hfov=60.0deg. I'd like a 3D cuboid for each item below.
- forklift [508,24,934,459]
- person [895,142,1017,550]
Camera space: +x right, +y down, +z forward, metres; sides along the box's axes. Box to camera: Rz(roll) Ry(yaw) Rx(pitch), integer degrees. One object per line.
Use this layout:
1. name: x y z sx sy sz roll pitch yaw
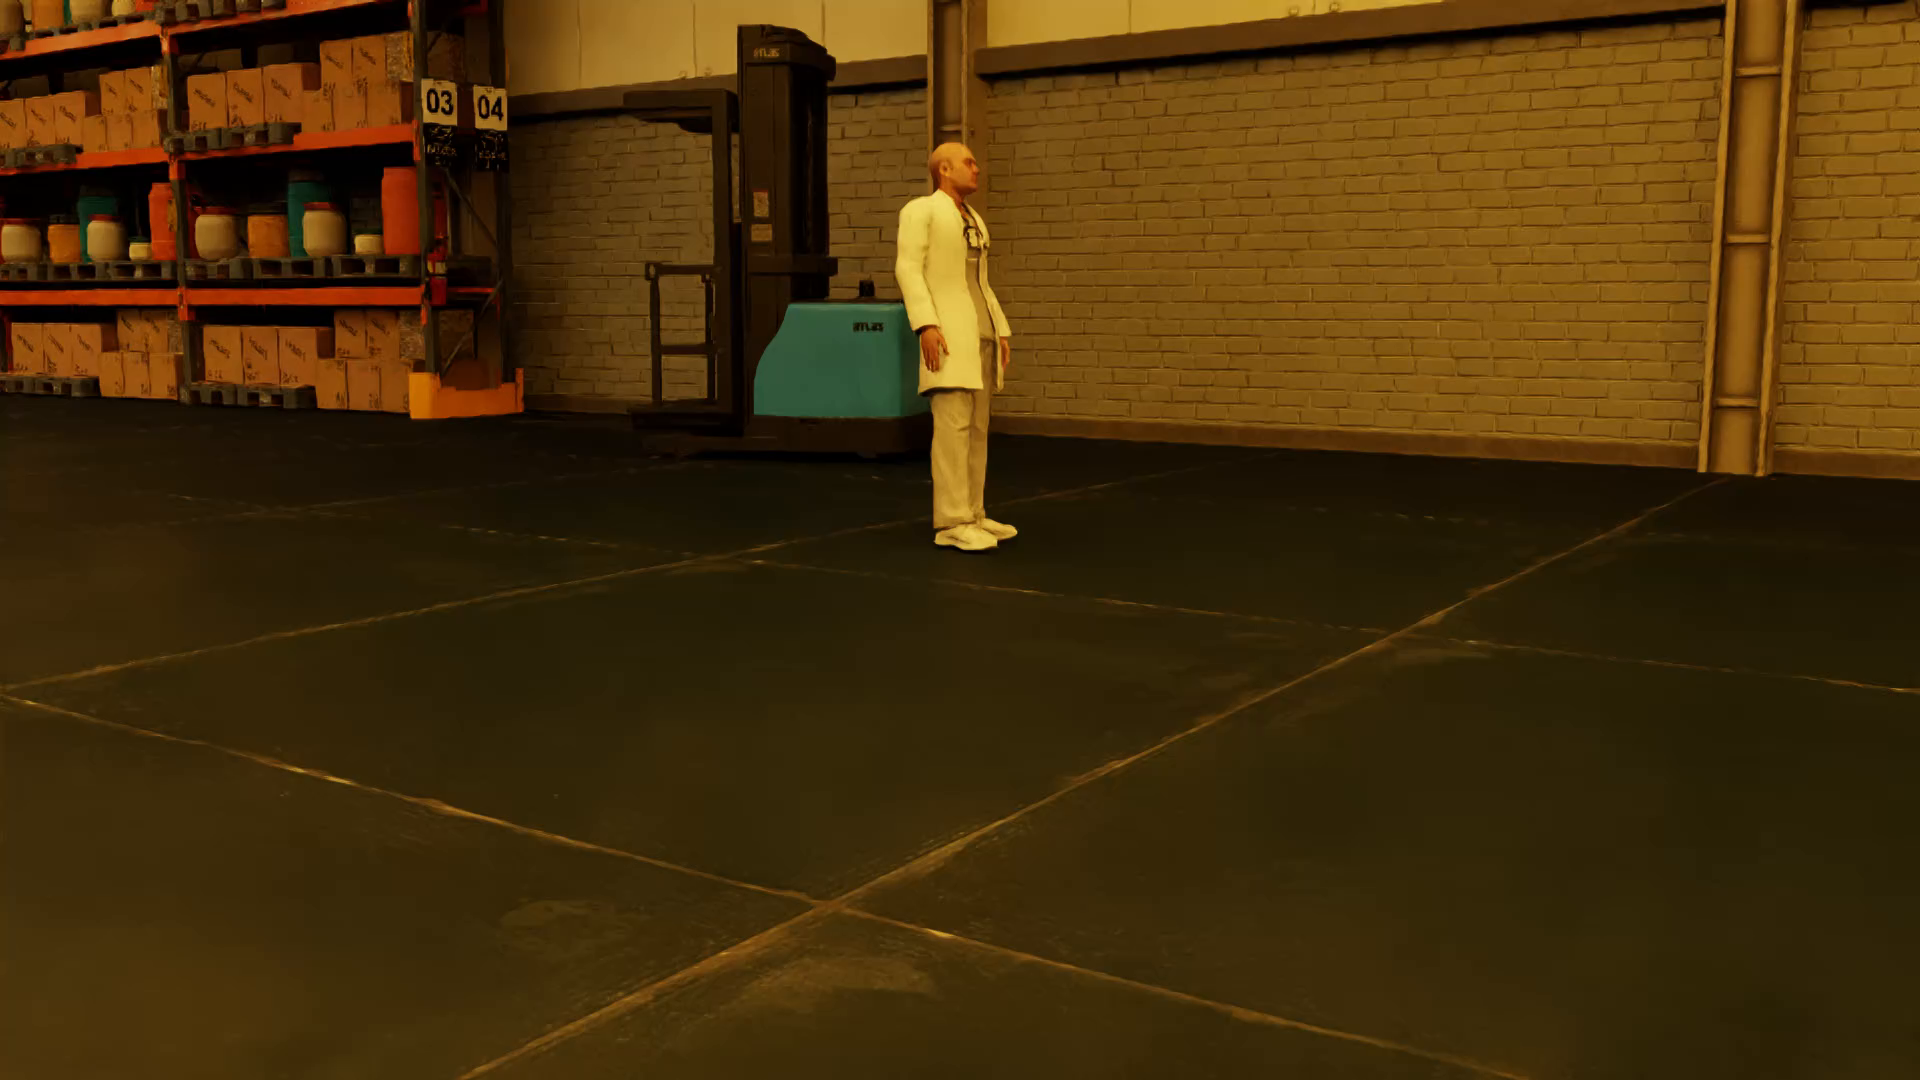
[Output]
1. forklift: -1.735 -2.085 11.859 3.031 2.935 1.130 2 8 14
2. person: 0.073 -0.879 7.423 0.579 1.776 0.694 5 10 34
